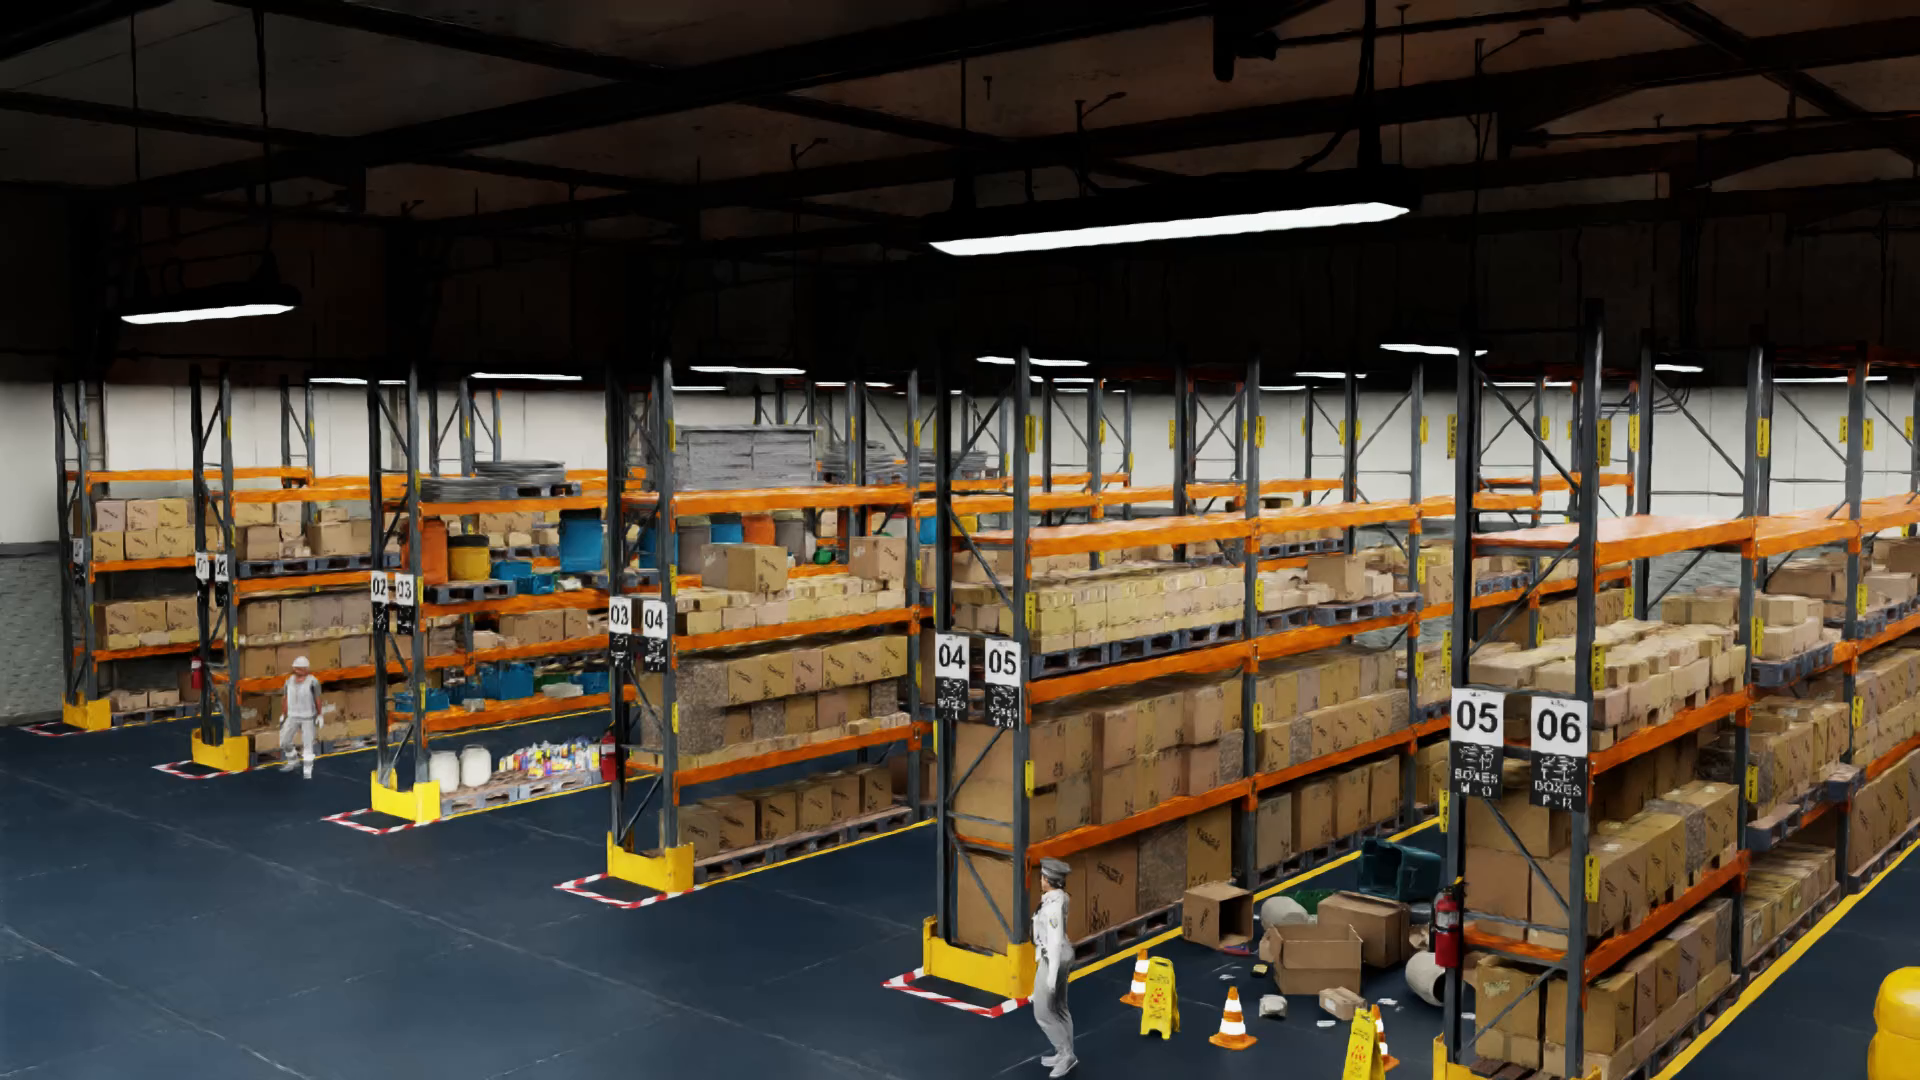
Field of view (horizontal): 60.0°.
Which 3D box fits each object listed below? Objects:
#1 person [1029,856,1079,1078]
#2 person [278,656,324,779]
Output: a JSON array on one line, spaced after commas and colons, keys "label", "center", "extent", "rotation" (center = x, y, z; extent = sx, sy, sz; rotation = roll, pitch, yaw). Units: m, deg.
[{"label": "person", "center": [0.747, 3.369, 13.190], "extent": [0.371, 1.669, 0.577], "rotation": [1, 4, 11]}, {"label": "person", "center": [-9.533, 2.542, 23.972], "extent": [0.717, 1.777, 0.530], "rotation": [0, 4, 1]}]
